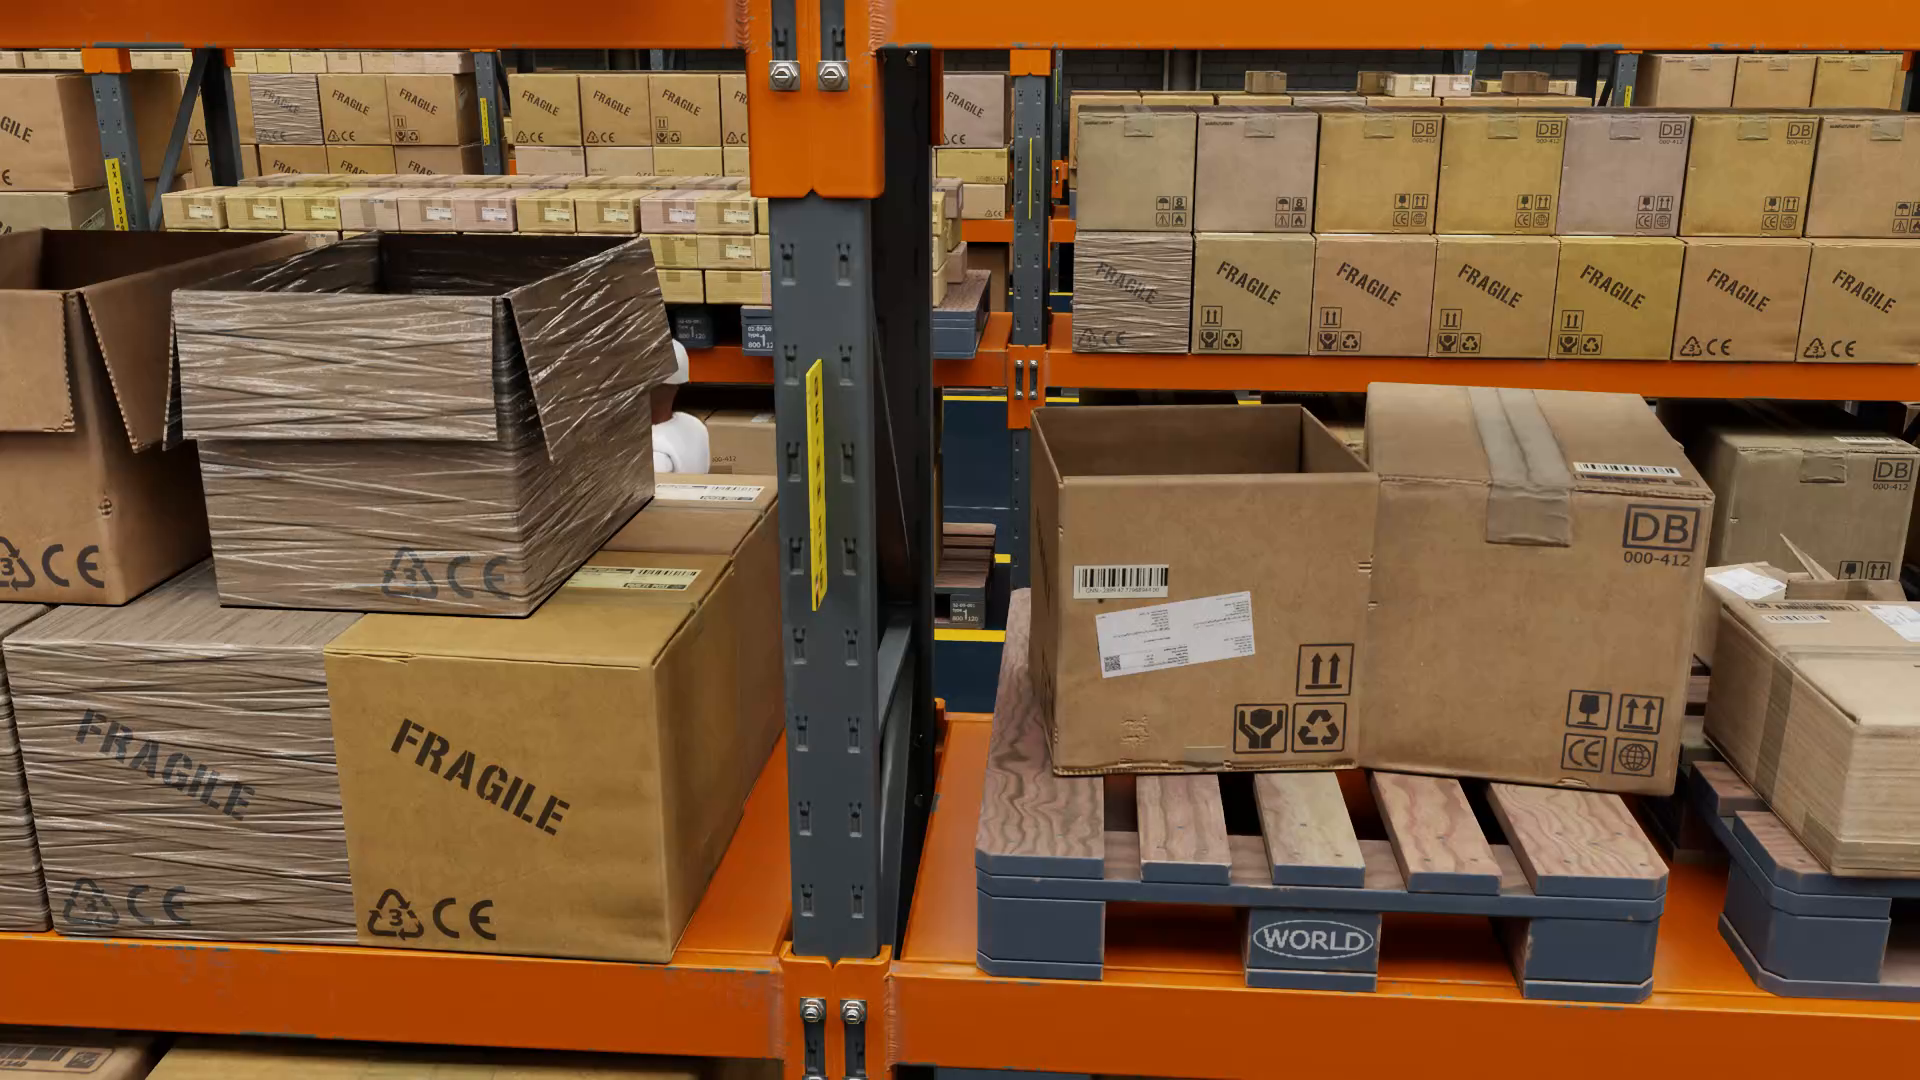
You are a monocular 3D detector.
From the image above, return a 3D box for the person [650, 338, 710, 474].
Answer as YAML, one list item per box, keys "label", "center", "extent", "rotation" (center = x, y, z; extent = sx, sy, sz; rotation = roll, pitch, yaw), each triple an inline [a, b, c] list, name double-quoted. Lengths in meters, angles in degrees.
- label: "person"
  center: [-1.111, 0.193, 5.401]
  extent: [0.583, 1.760, 0.504]
  rotation: [2, 17, 5]
